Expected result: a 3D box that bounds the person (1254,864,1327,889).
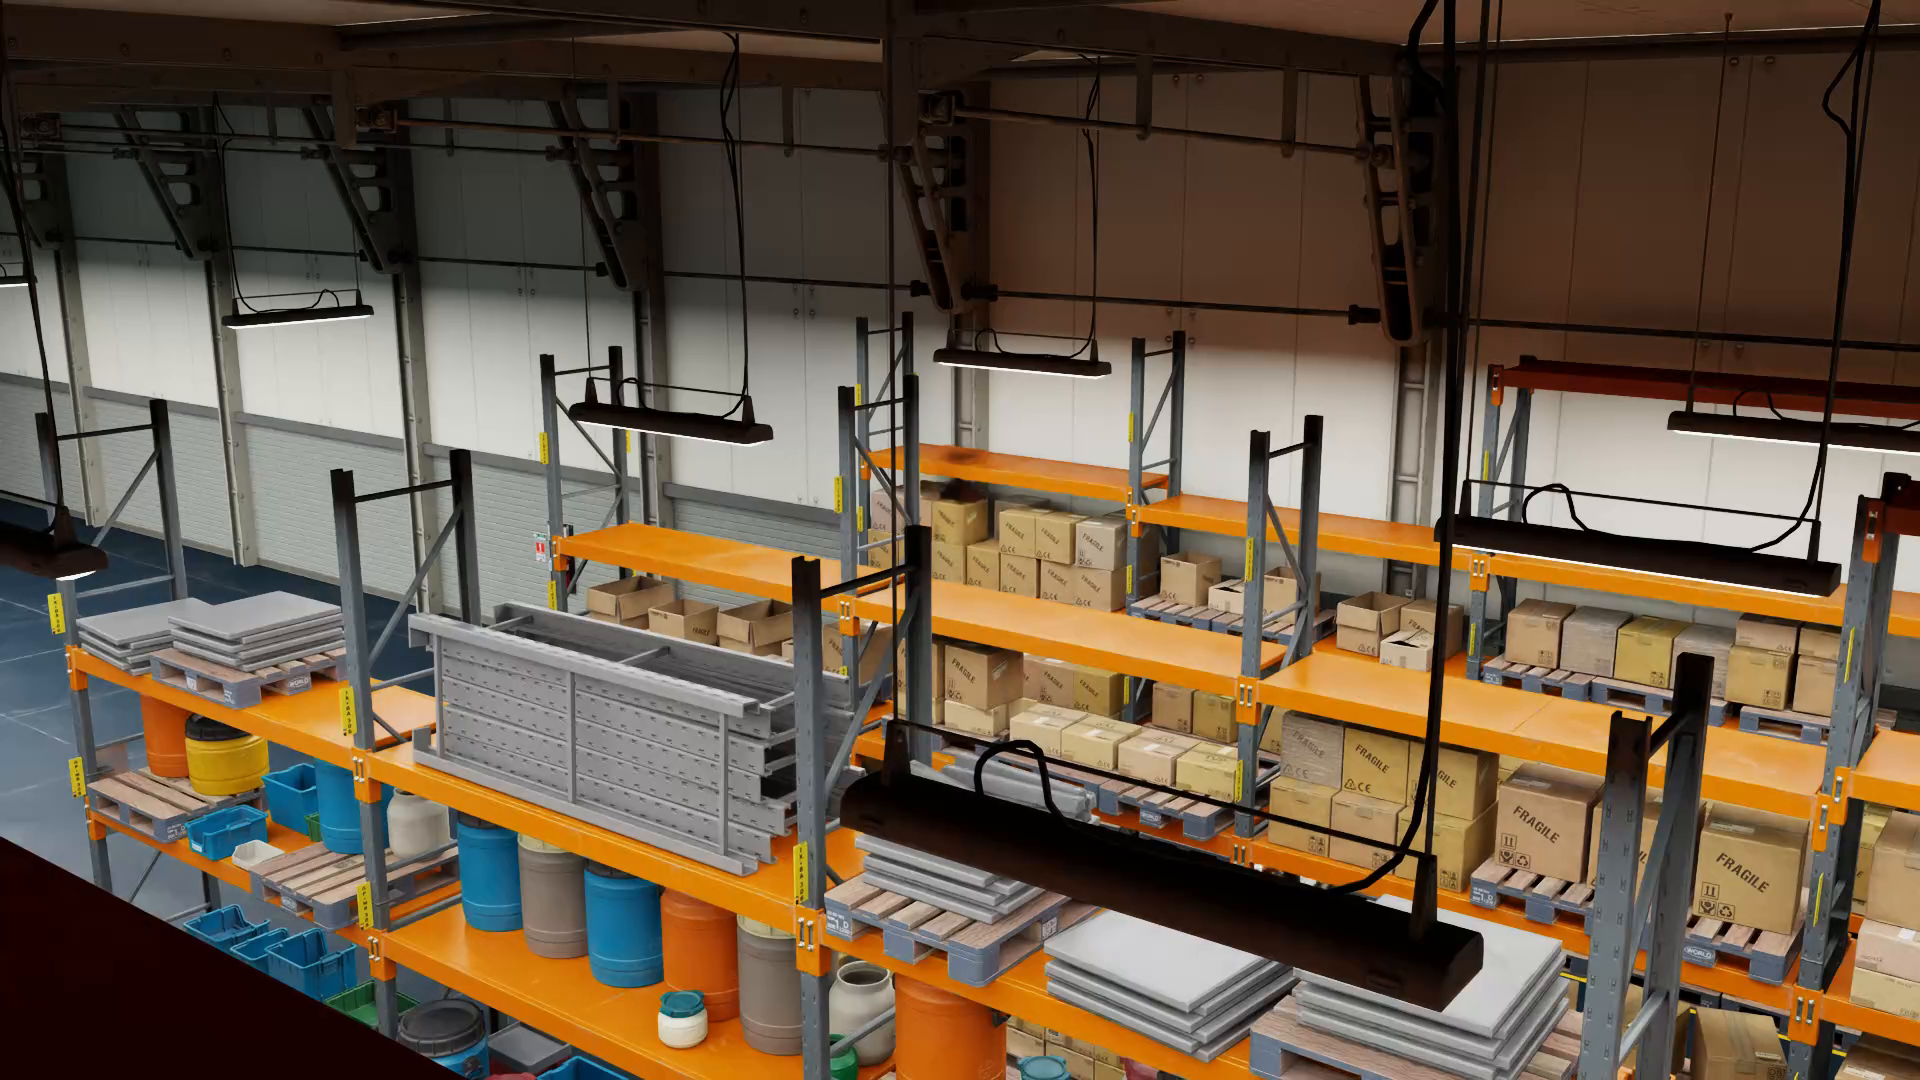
[{"bbox_3d":[3.344,3.451,16.693,0.869,1.808,0.636,11,17,38],"label":"person"}]
